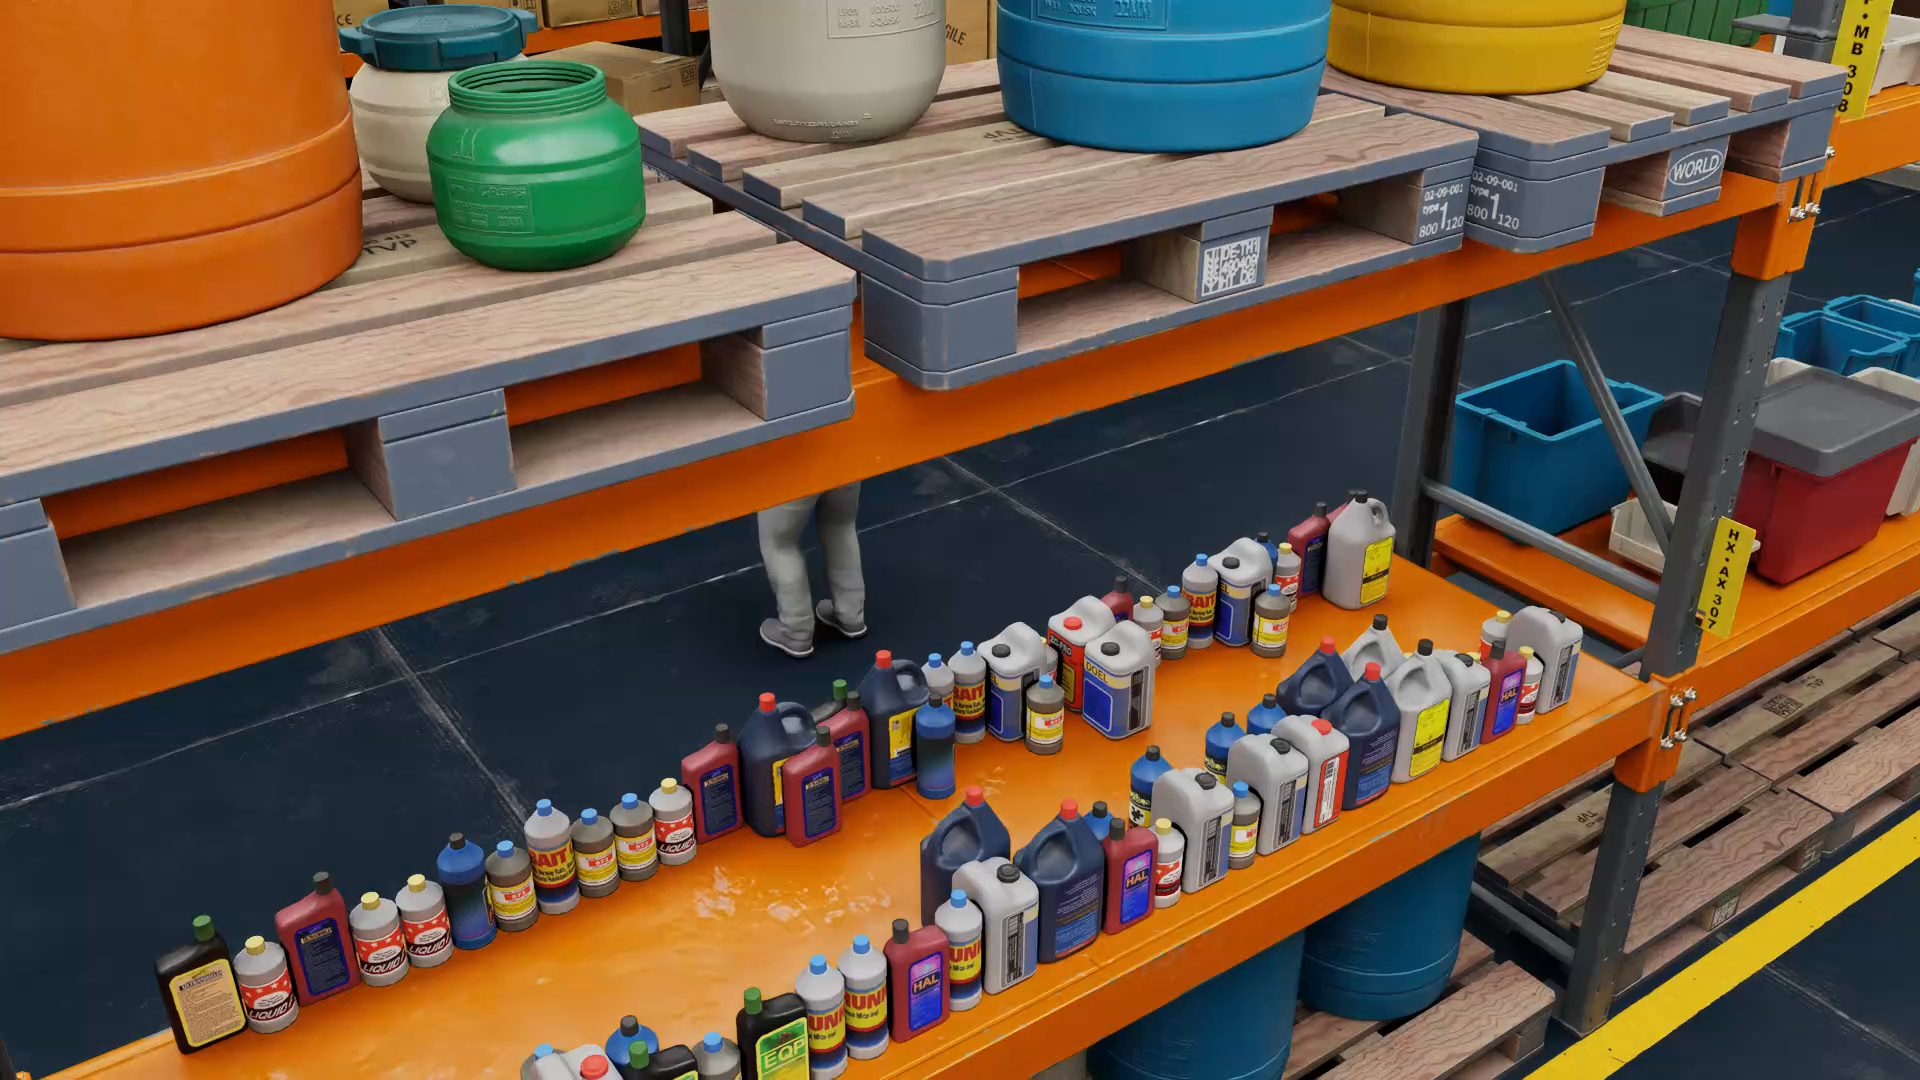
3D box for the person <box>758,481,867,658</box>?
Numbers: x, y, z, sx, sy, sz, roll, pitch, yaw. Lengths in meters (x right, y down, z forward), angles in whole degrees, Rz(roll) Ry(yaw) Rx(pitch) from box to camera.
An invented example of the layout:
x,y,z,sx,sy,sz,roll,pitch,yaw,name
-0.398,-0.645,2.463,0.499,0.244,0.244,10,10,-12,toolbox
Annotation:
x,y,z,sx,sy,sz,roll,pitch,yaw,name
-0.676,-0.361,6.824,0.478,1.723,0.604,-19,34,-31,person
